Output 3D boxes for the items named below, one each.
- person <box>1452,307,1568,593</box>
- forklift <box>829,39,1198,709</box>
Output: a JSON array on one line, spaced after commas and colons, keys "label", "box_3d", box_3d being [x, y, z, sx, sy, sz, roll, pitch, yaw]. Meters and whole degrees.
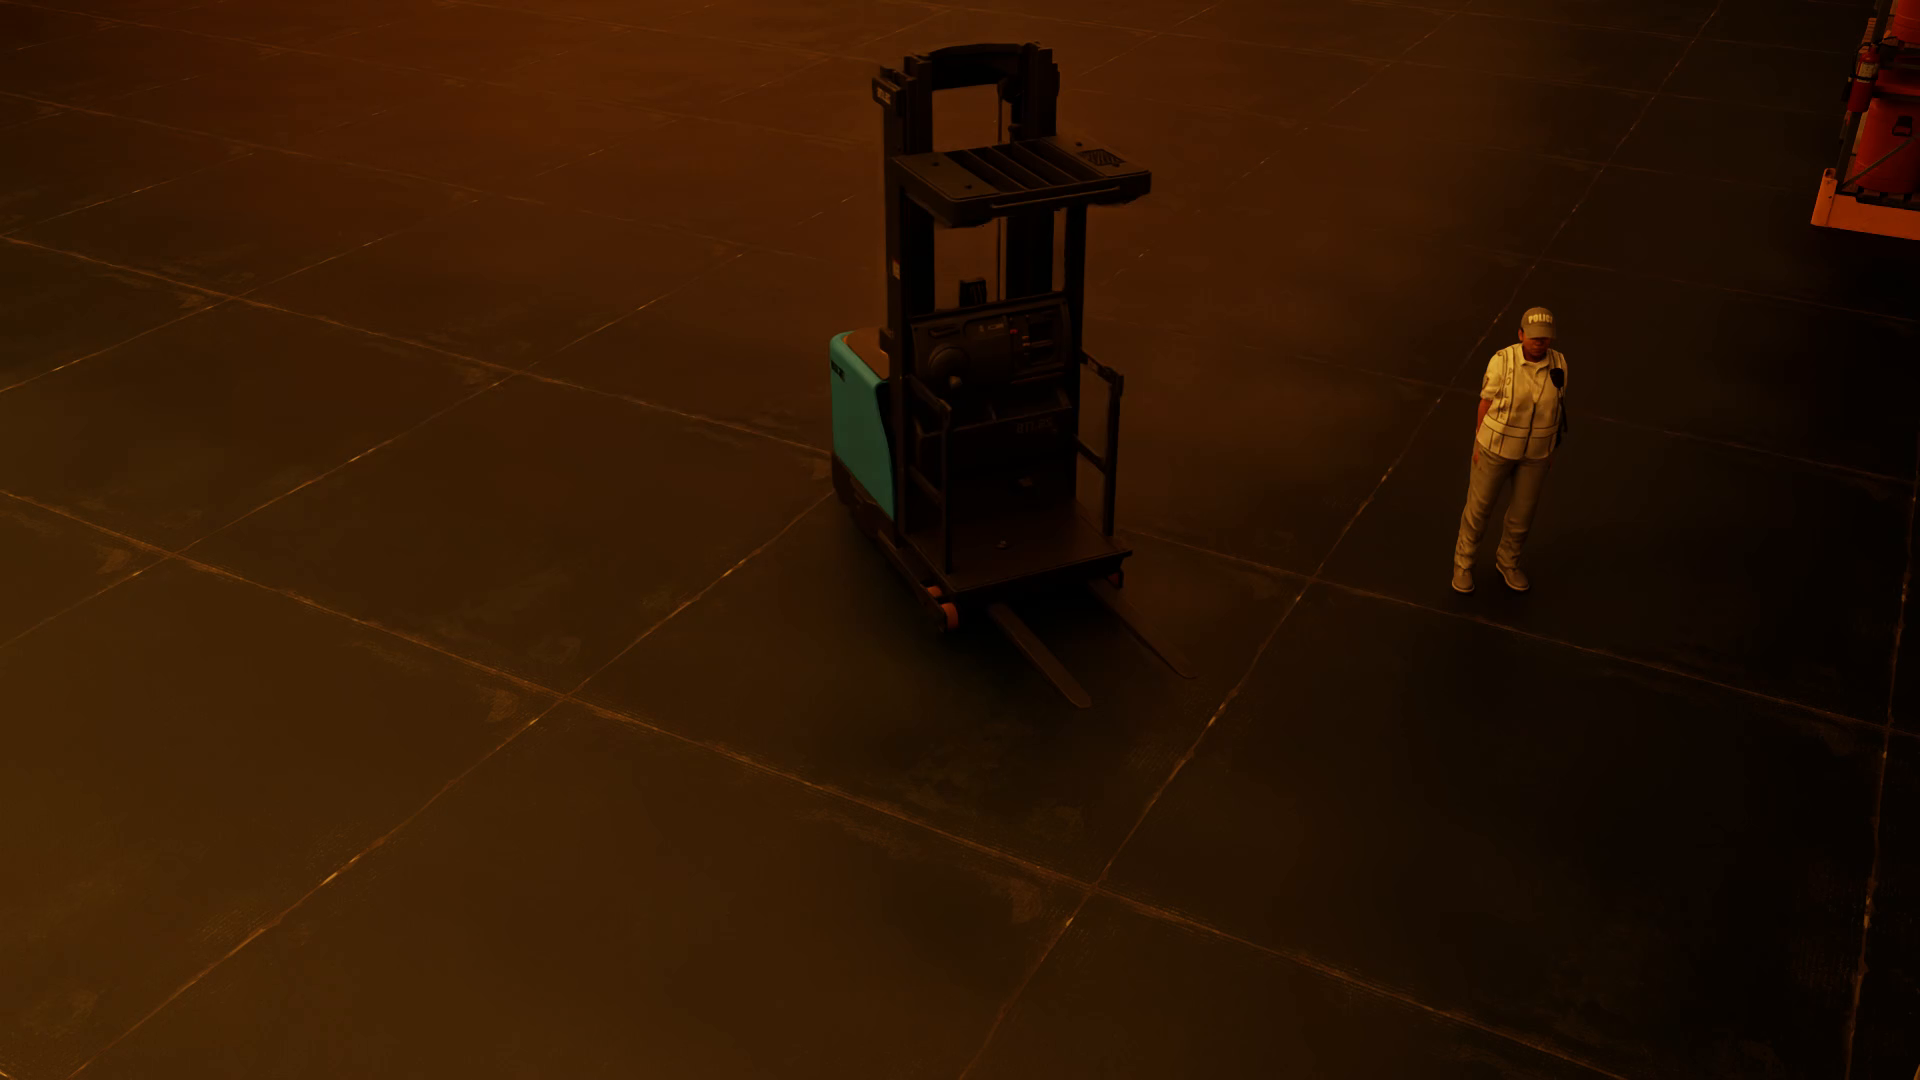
[{"label": "person", "box_3d": [3.063, -0.498, 9.207, 0.487, 1.668, 0.395, -1, 30, -1]}, {"label": "forklift", "box_3d": [0.268, -1.009, 8.819, 1.130, 2.935, 3.031, -13, 32, -21]}]
